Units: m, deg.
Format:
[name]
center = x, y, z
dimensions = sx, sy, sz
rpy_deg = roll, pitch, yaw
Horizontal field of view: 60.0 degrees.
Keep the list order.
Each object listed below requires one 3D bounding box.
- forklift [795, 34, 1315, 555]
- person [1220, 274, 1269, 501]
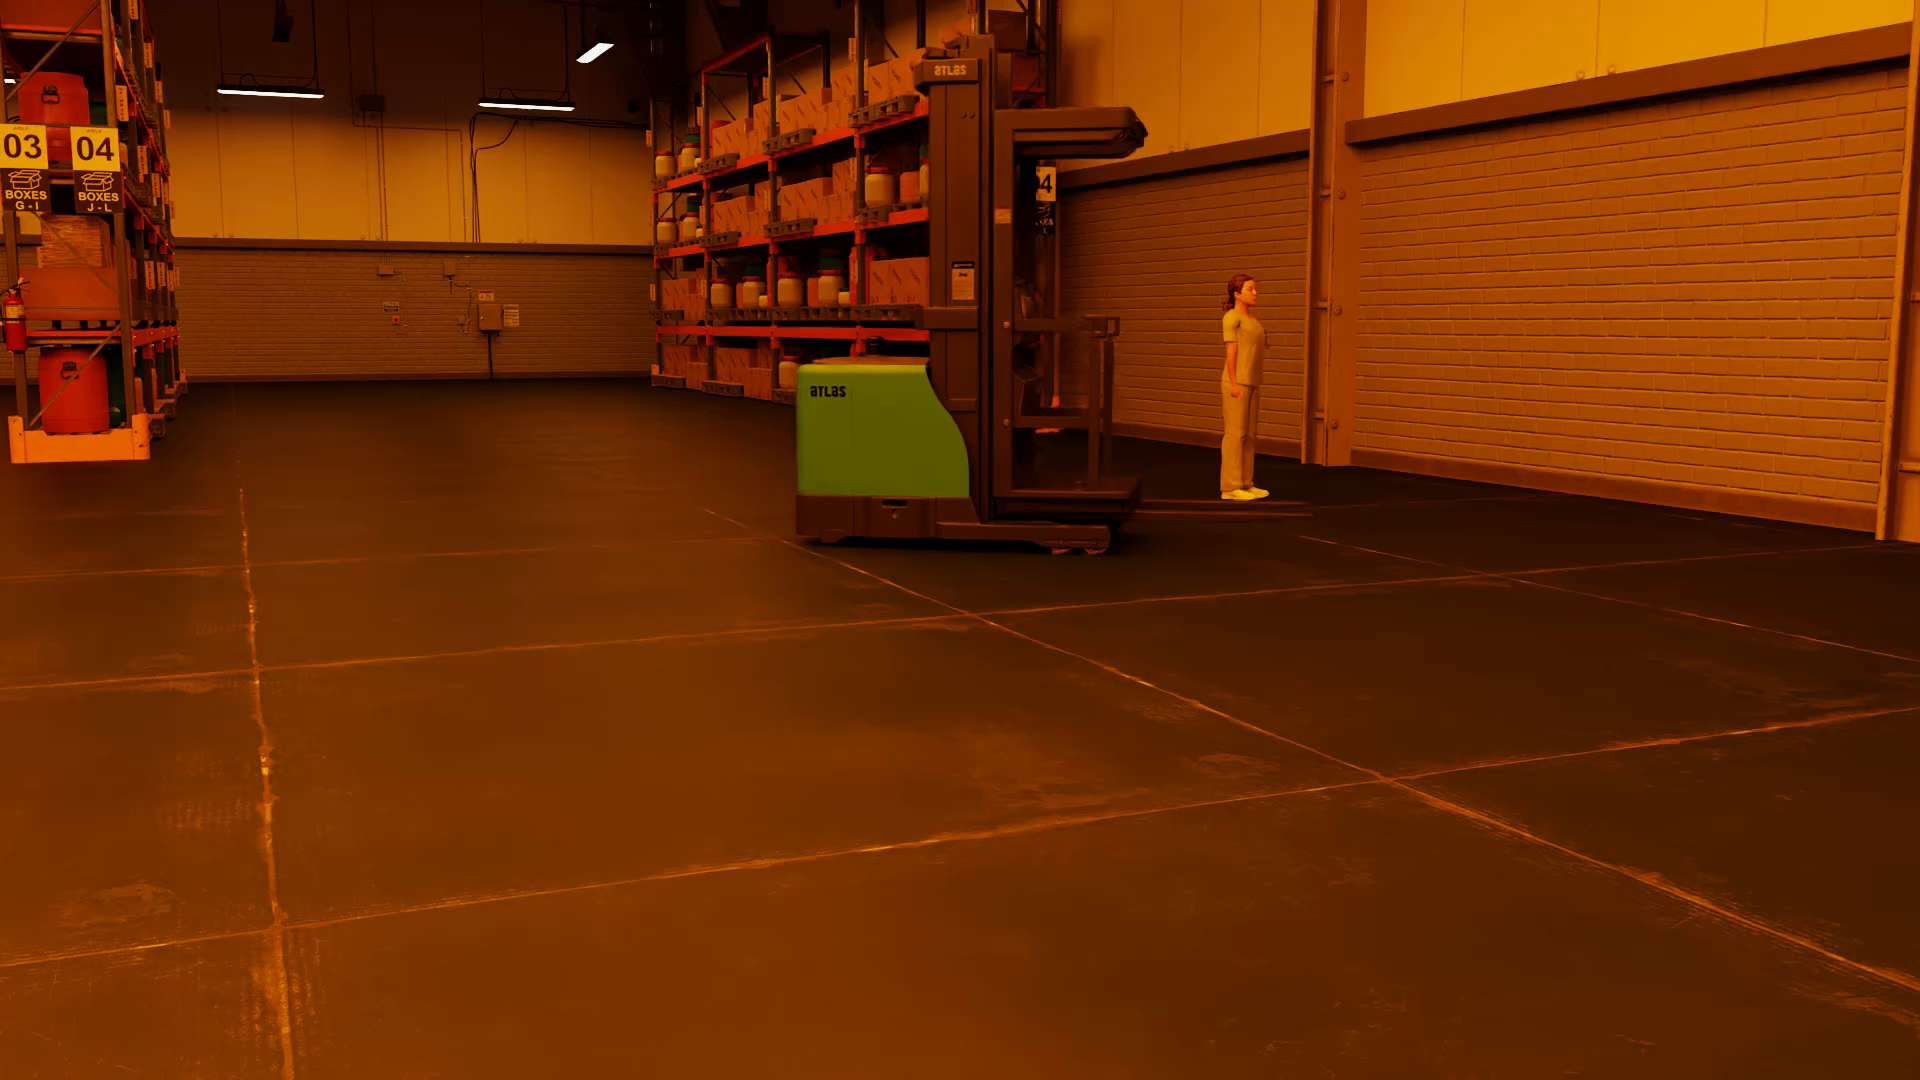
[forklift]
center = 0.584, -1.444, 9.895
dimensions = 3.031, 2.935, 1.130
rpy_deg = 1, 8, 9
[person]
center = 2.118, -1.141, 12.419
dimensions = 0.384, 1.671, 0.437
rpy_deg = 5, 9, 32
